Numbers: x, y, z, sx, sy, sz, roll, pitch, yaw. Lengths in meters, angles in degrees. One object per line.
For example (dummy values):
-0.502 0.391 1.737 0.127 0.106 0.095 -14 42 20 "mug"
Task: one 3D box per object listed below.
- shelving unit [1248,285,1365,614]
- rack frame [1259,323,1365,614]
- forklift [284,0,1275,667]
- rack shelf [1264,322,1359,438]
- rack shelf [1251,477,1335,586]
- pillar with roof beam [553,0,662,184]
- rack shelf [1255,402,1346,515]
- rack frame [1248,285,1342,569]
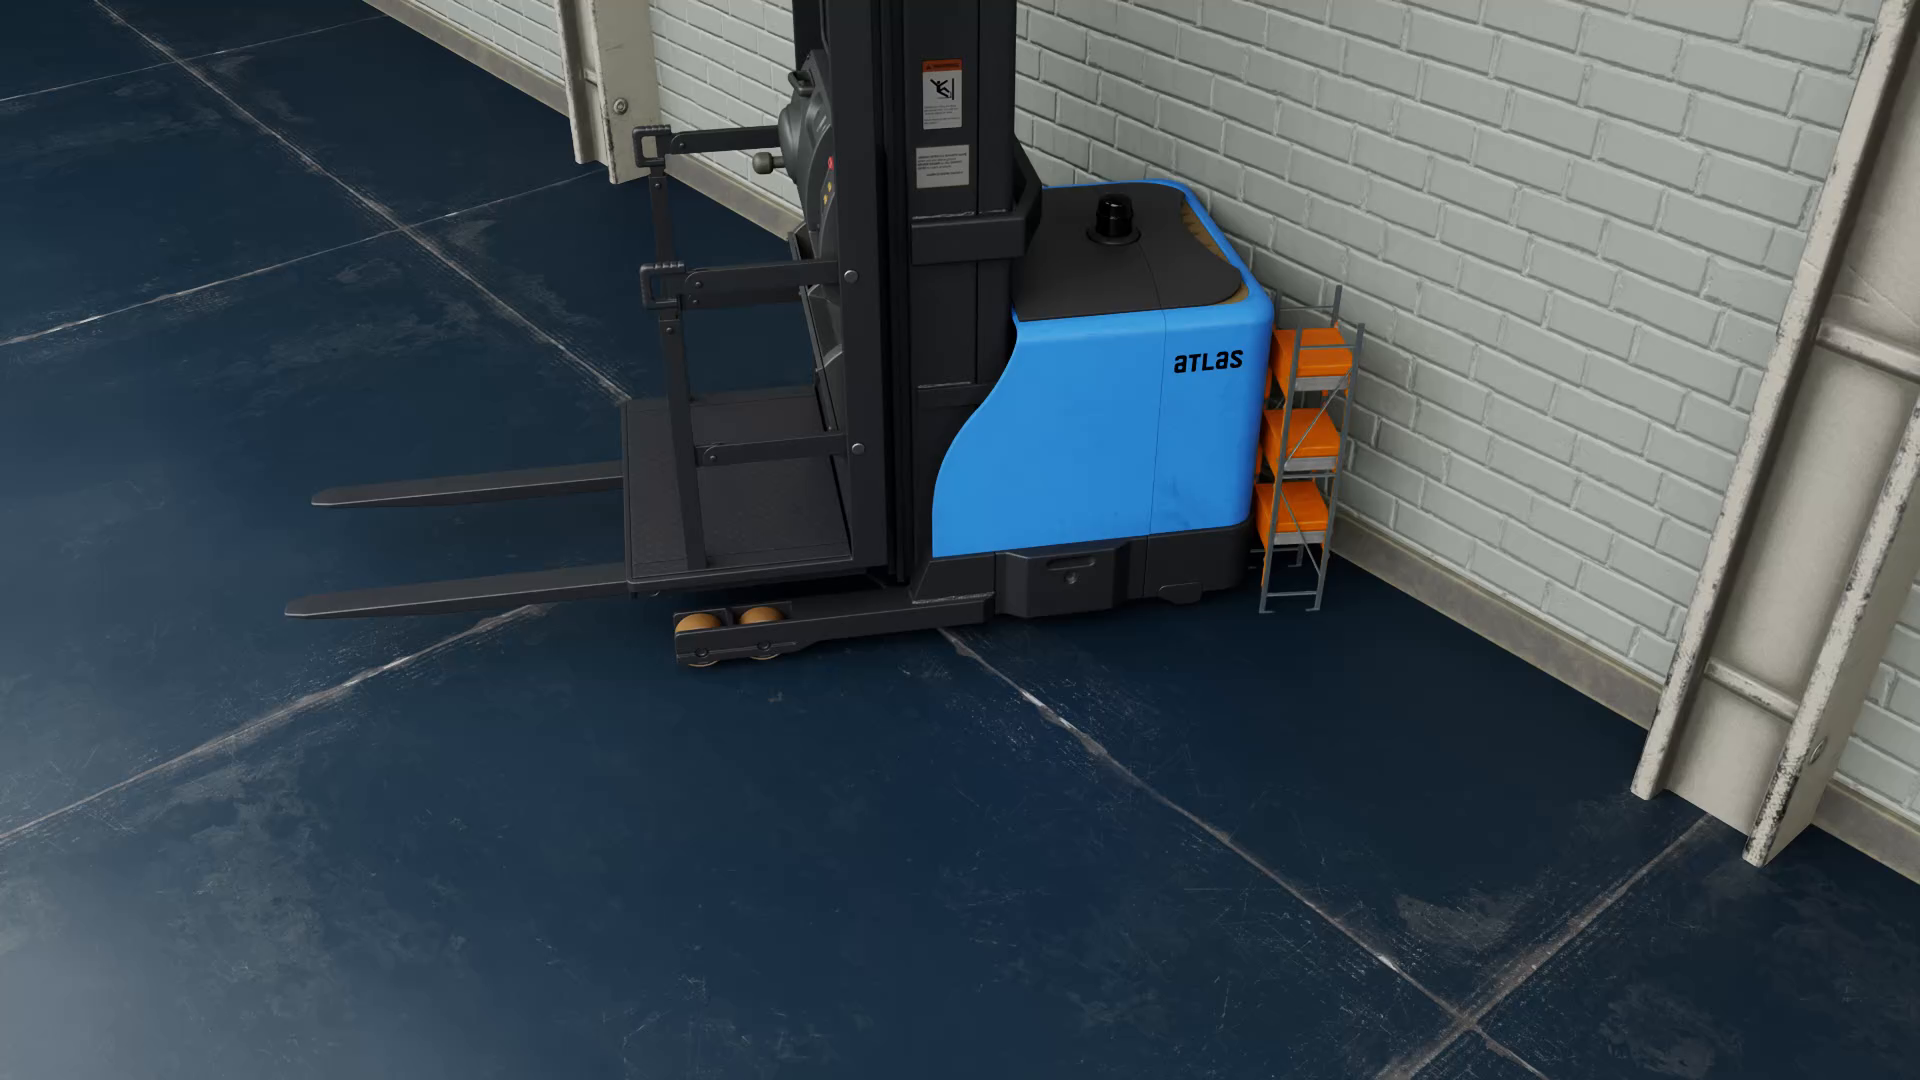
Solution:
1.064 -0.266 5.217 0.215 1.050 0.252 -3 35 -4 "shelving unit"
1.073 -0.195 5.118 0.200 1.050 0.008 -3 35 -4 "rack frame"
-0.620 -1.131 4.812 3.031 2.935 1.130 -6 36 -8 "forklift"
1.064 -0.489 5.059 0.215 0.259 0.240 -3 35 -4 "rack shelf"
1.064 -0.030 5.384 0.215 0.259 0.240 -3 35 -4 "rack shelf"
-5.007 -3.972 3.572 9.100 9.000 0.400 -26 43 -32 "pillar with roof beam"
1.064 -0.257 5.223 0.215 0.259 0.240 -3 35 -4 "rack shelf"
1.054 -0.336 5.316 0.200 1.050 0.008 -3 35 -4 "rack frame"
